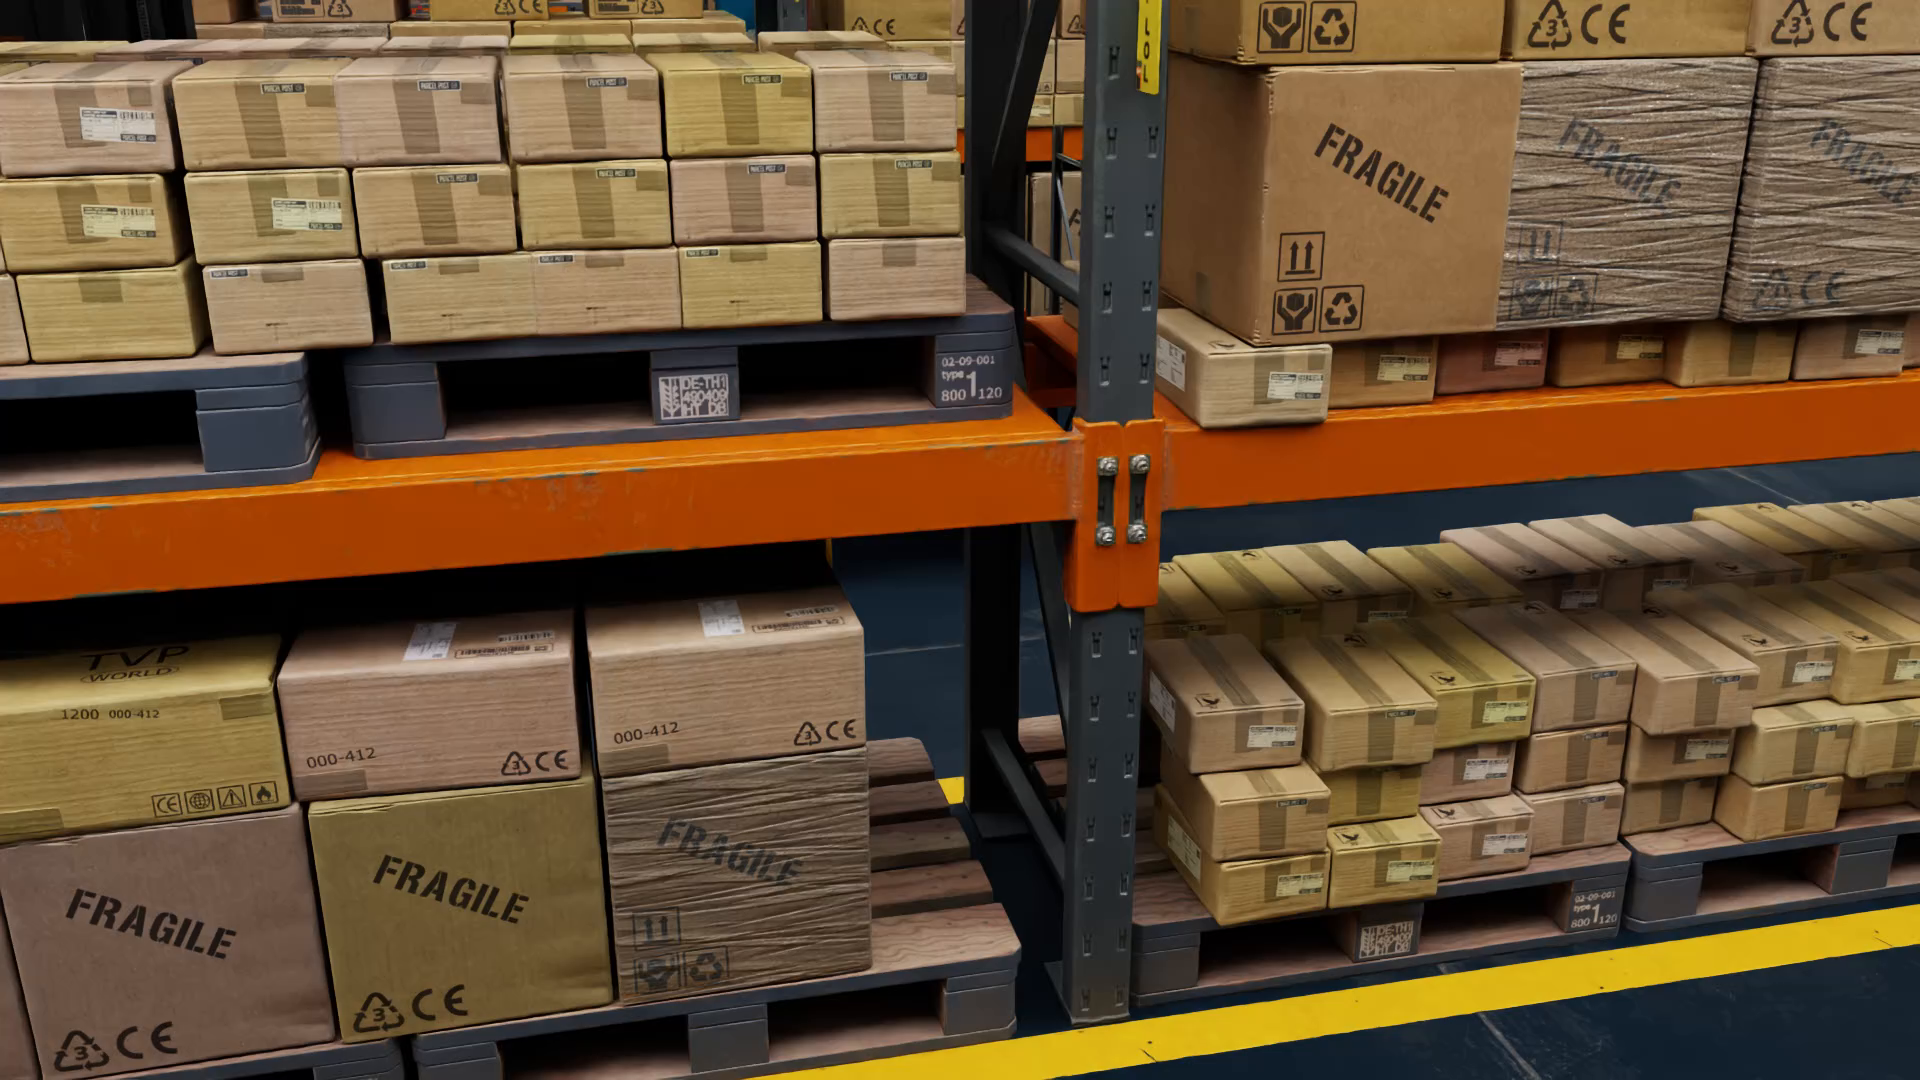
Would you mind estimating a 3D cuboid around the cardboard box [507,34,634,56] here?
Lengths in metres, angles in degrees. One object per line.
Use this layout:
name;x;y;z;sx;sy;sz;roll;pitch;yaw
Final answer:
cardboard box;-0.825;-0.989;3.542;0.250;0.149;0.380;-4;21;-12

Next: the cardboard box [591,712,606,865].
cardboard box;-0.596;0.396;3.897;0.500;0.500;0.500;-4;20;-10

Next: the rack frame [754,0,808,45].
rack frame;-0.859;-2.219;8.011;0.127;3.000;1.000;-5;21;-12

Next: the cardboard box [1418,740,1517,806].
cardboard box;1.065;0.448;3.832;0.250;0.149;0.380;-5;21;-13

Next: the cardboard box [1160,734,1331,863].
cardboard box;0.611;0.530;3.610;0.250;0.149;0.380;-4;20;-10

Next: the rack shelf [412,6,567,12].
rack shelf;-6.225;-6.697;21.282;4.000;0.370;1.077;-5;21;-12

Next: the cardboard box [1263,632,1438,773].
cardboard box;0.849;0.352;3.663;0.250;0.149;0.380;-4;20;-10

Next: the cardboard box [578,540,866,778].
cardboard box;-0.483;0.217;3.294;0.500;0.250;0.500;-5;21;-14

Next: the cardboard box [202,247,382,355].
cardboard box;-1.166;-0.449;2.933;0.250;0.149;0.380;-6;21;-15

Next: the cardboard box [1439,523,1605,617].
cardboard box;1.463;0.094;4.367;0.250;0.149;0.380;-6;21;-15

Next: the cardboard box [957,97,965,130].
cardboard box;0.017;-2.055;7.929;0.250;0.149;0.380;-4;20;-11

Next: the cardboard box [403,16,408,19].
cardboard box;-2.842;-2.191;7.789;0.500;0.500;0.500;-4;21;-11

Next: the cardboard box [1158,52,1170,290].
cardboard box;0.590;-0.870;3.751;0.500;0.500;0.500;-5;21;-12

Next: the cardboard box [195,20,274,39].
cardboard box;-3.217;-1.980;7.213;0.500;0.500;0.500;-5;21;-13

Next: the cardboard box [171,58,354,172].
cardboard box;-1.170;-0.732;2.841;0.250;0.149;0.380;-5;21;-14

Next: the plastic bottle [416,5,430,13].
plastic bottle;-4.009;-3.826;12.471;0.185;0.351;0.144;-5;21;-12

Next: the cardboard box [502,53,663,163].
cardboard box;-0.675;-0.771;2.948;0.250;0.149;0.380;-5;21;-14

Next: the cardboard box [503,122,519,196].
cardboard box;-1.061;-0.830;3.541;0.250;0.149;0.380;-6;21;-15

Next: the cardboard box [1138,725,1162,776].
cardboard box;0.487;0.446;4.271;0.250;0.149;0.380;-4;21;-12

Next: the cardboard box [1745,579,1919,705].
cardboard box;2.094;0.238;3.972;0.250;0.149;0.380;-5;21;-12

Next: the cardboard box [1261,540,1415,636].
cardboard box;0.951;0.141;4.239;0.250;0.149;0.380;-5;21;-13

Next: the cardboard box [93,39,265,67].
cardboard box;-1.563;-0.929;3.380;0.250;0.149;0.380;-4;20;-10

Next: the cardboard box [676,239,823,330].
cardboard box;-0.409;-0.511;3.104;0.250;0.149;0.380;-5;21;-12

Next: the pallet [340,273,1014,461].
pallet;-0.593;-0.449;3.458;1.213;0.211;1.003;-5;21;-12

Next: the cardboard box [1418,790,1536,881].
cardboard box;1.101;0.611;3.819;0.250;0.149;0.380;-5;21;-13

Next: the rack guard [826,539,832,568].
rack guard;-0.559;-0.072;6.148;0.087;0.250;0.587;-5;21;-12

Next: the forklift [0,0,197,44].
forklift;-3.620;-1.473;6.074;3.031;2.935;1.130;2;20;4

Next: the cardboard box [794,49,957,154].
cardboard box;-0.162;-0.812;3.060;0.250;0.149;0.380;-4;20;-10

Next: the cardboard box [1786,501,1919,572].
cardboard box;2.479;0.028;4.547;0.250;0.149;0.380;-4;20;-10

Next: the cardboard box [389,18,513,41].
cardboard box;-2.241;-2.057;7.423;0.500;0.500;0.500;-5;21;-13

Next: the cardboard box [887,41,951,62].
cardboard box;-0.341;-2.238;7.848;0.500;0.250;0.500;-5;21;-13

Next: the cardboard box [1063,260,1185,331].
cardboard box;0.408;-0.534;3.776;0.250;0.149;0.380;-5;21;-13

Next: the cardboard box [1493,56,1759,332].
cardboard box;1.204;-0.734;3.379;0.500;0.500;0.500;-5;21;-12

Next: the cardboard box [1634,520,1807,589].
cardboard box;1.990;0.085;4.390;0.250;0.149;0.380;-5;21;-12

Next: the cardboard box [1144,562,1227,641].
cardboard box;0.471;0.196;4.087;0.250;0.149;0.380;-4;21;-11

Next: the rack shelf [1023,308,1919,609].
rack shelf;2.130;-0.371;4.013;4.000;0.370;1.077;-5;21;-12

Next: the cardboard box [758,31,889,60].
cardboard box;-0.305;-1.032;3.661;0.250;0.149;0.380;-4;20;-10

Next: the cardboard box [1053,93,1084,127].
cardboard box;0.522;-2.097;8.042;0.250;0.149;0.380;-5;21;-13

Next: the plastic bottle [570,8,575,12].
plastic bottle;-2.818;-3.671;12.048;0.185;0.351;0.144;-5;21;-12

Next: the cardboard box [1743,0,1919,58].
cardboard box;1.678;-1.237;3.298;0.500;0.500;0.500;-4;21;-12

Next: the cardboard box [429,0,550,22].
cardboard box;-2.149;-2.633;7.538;0.637;0.503;0.797;-4;21;-12

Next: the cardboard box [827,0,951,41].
cardboard box;-0.334;-2.593;7.727;0.500;0.500;0.500;-5;21;-12

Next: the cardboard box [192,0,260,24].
cardboard box;-3.401;-2.523;7.239;0.637;0.503;0.797;-4;21;-11

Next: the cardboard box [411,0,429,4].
cardboard box;-5.507;-5.559;16.373;0.500;0.500;0.700;-1;20;-2

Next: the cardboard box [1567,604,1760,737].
cardboard box;1.599;0.294;3.820;0.250;0.149;0.380;-4;21;-11

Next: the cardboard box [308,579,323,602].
cardboard box;-1.113;0.087;3.650;0.500;0.250;0.500;-4;21;-11

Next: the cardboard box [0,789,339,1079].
cardboard box;-1.478;0.648;3.207;0.500;0.500;0.500;-5;21;-14

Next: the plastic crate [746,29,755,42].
plastic crate;-1.513;-3.770;12.542;0.243;0.136;0.396;-5;21;-12

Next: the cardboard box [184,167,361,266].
cardboard box;-1.174;-0.589;2.883;0.250;0.149;0.380;-6;21;-15

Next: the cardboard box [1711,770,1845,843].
cardboard box;1.866;0.553;3.978;0.250;0.149;0.380;-5;21;-14

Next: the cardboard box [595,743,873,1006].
cardboard box;-0.478;0.569;3.425;0.500;0.500;0.500;-5;21;-14

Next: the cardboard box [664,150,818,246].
cardboard box;-0.414;-0.651;3.052;0.250;0.149;0.380;-5;21;-12

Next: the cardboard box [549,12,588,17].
cardboard box;-1.853;-2.273;8.013;0.500;0.500;0.500;-5;21;-12

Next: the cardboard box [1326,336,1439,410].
cardboard box;0.769;-0.391;3.386;0.250;0.149;0.380;-4;21;-11

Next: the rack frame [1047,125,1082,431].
rack frame;0.412;-0.738;6.148;0.032;1.500;0.500;-5;21;-12

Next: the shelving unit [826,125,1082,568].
shelving unit;-0.074;-0.698;6.040;1.083;1.500;0.587;-5;21;-12

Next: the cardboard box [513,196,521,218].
cardboard box;-1.062;-0.691;3.594;0.250;0.149;0.380;-4;21;-12

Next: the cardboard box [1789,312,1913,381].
cardboard box;1.805;-0.466;3.591;0.250;0.149;0.380;-4;20;-10

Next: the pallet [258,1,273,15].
pallet;-6.384;-5.206;16.443;1.003;0.211;1.213;-5;21;-12

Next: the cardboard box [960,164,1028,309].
cardboard box;-0.198;-1.444;8.374;0.875;0.875;0.875;-5;21;-12
